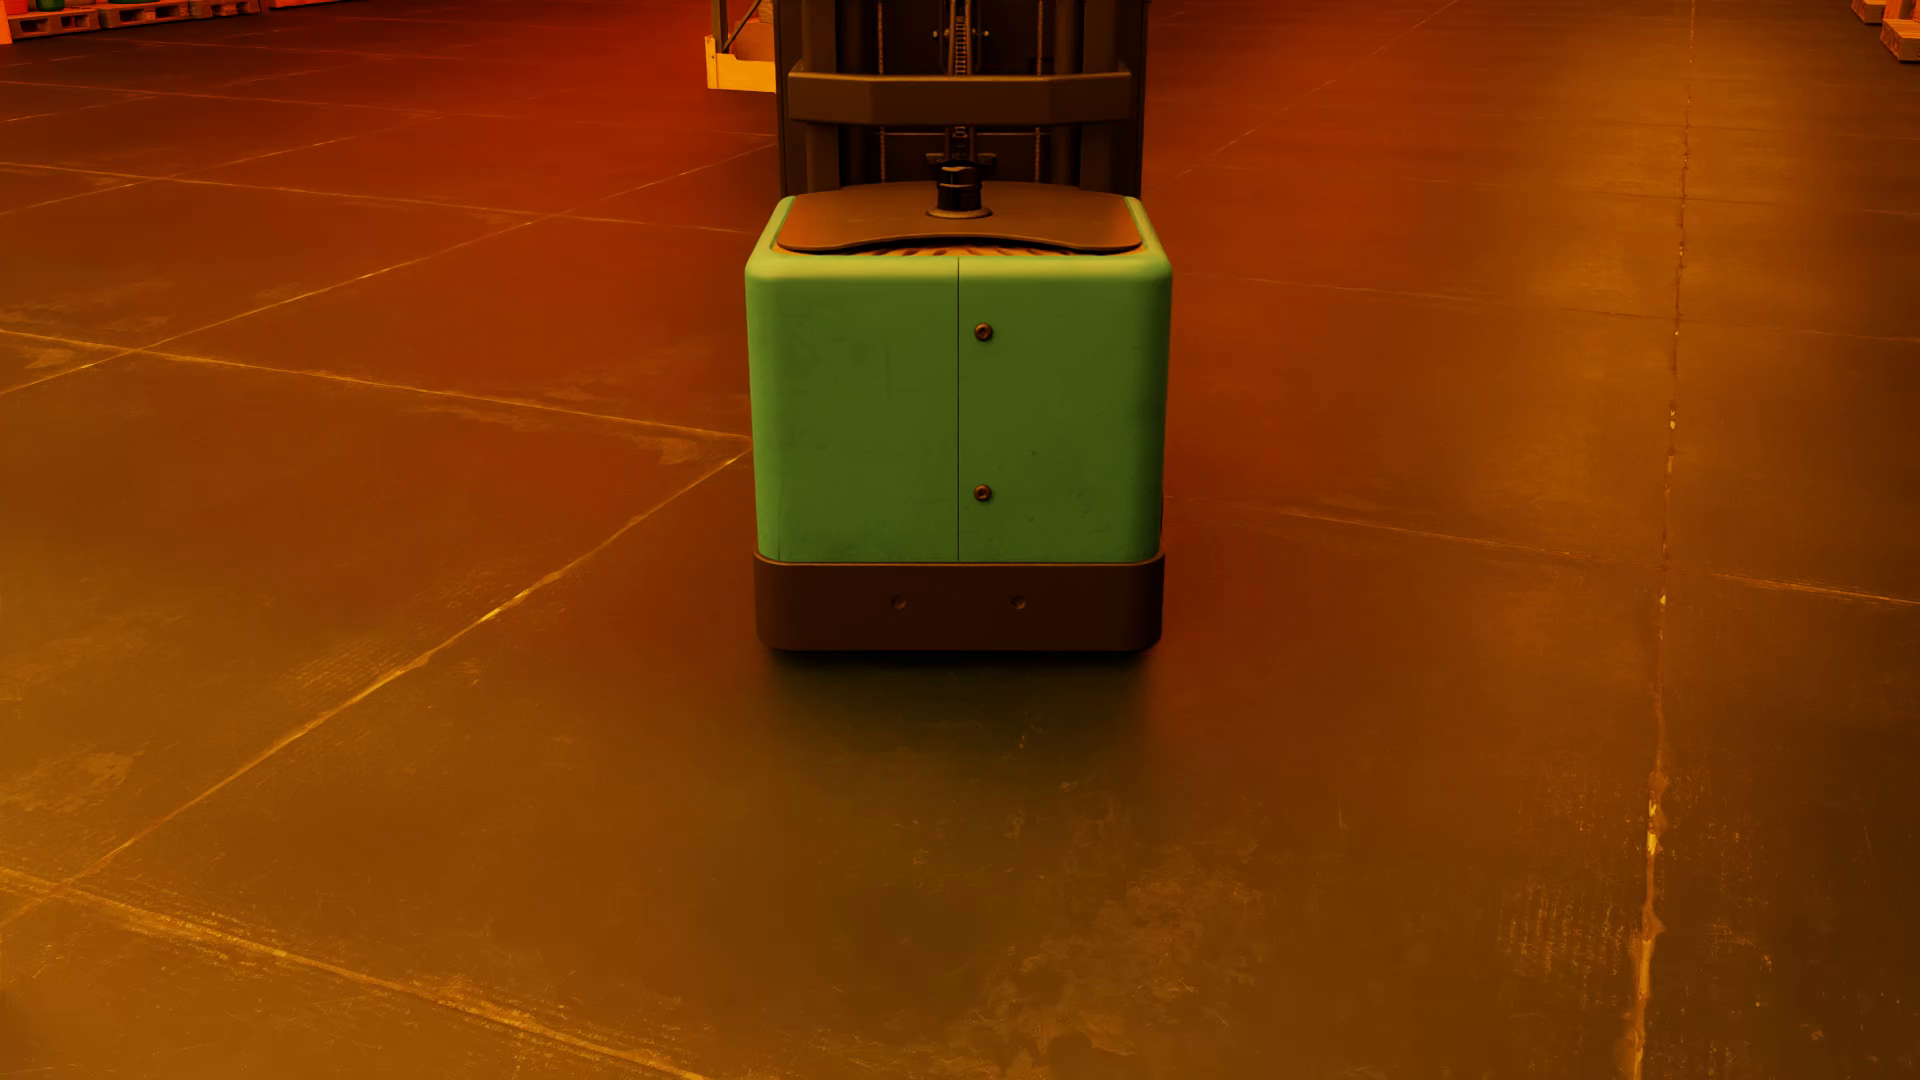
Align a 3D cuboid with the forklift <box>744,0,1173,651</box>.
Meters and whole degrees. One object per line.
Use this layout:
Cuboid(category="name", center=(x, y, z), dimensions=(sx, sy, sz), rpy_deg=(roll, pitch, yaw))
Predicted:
Cuboid(category="forklift", center=(0.002, -1.587, 5.089), dimensions=(1.130, 2.935, 3.031), rpy_deg=(0, 23, 0))
